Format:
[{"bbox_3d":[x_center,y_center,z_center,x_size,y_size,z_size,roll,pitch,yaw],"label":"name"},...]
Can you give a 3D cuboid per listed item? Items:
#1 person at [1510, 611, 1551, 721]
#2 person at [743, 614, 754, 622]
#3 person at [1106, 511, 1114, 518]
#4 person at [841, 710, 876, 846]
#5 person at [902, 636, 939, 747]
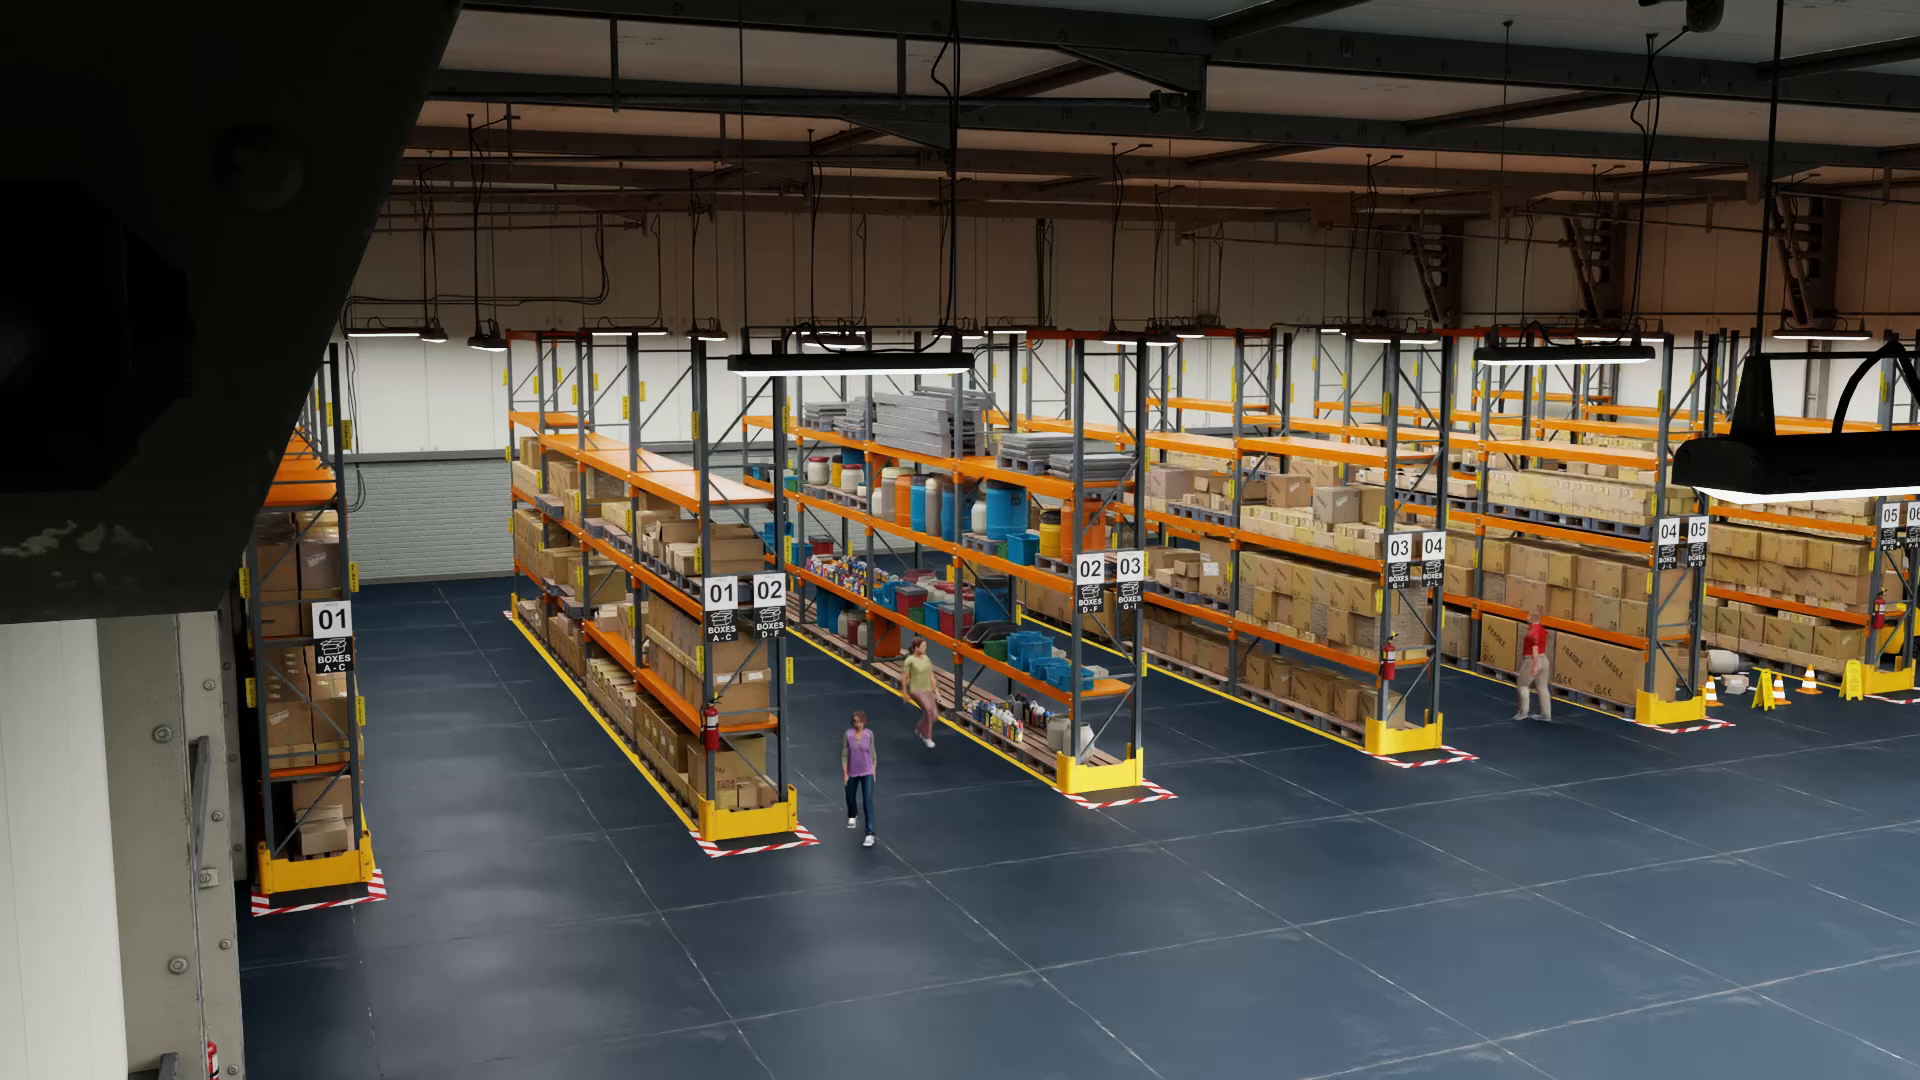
[{"bbox_3d":[8.992,1.996,25.923,0.543,1.782,0.600,-4,9,-30],"label":"person"},{"bbox_3d":[-3.664,1.570,28.703,0.547,1.625,1.002,-4,9,-26],"label":"person"},{"bbox_3d":[3.539,0.105,39.693,0.471,1.637,0.833,-2,8,-14],"label":"person"},{"bbox_3d":[-1.220,2.830,20.049,0.420,1.572,0.761,0,8,1],"label":"person"},{"bbox_3d":[-0.477,2.138,23.666,0.467,1.483,0.730,-6,10,-38],"label":"person"}]
